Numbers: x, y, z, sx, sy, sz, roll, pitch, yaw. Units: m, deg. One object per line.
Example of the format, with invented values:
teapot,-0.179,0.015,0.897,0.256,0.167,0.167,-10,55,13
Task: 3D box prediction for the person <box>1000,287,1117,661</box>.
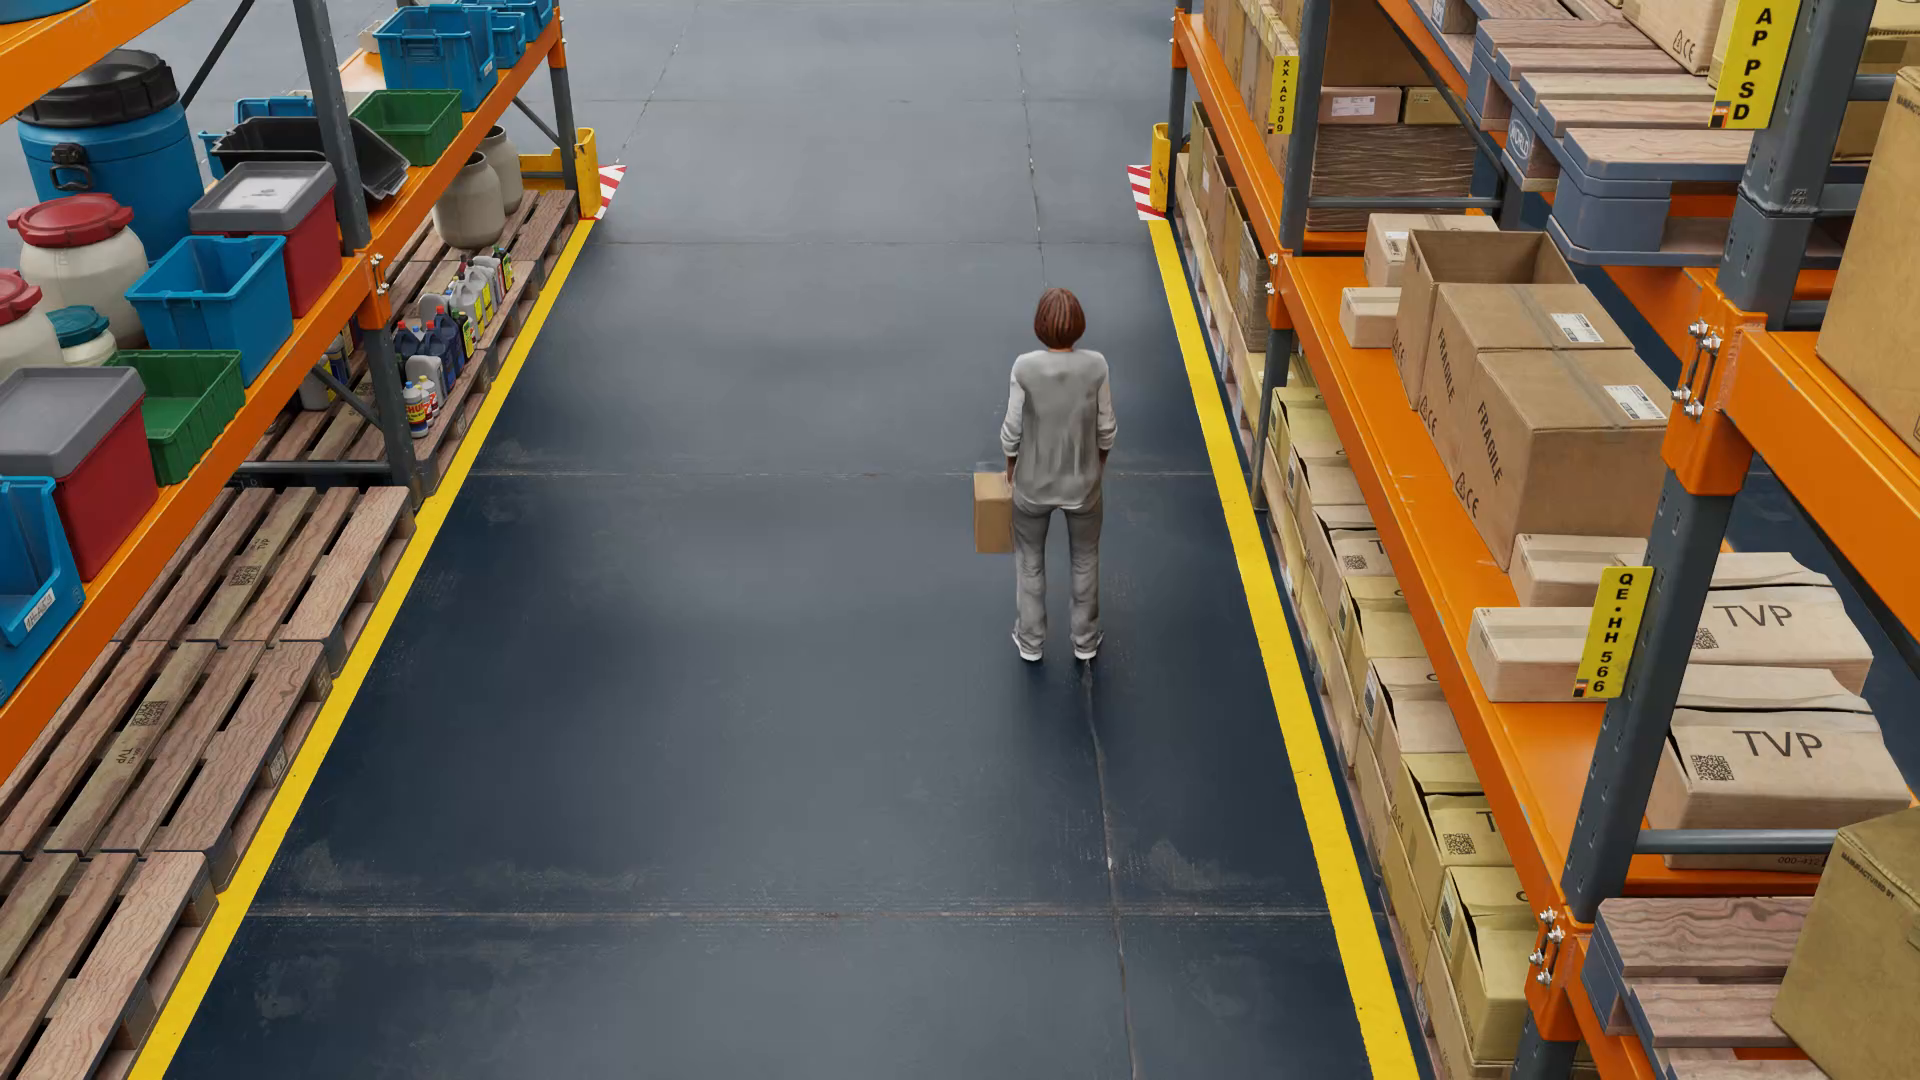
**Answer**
person,0.379,-0.223,6.498,0.450,1.599,0.336,0,32,-1
